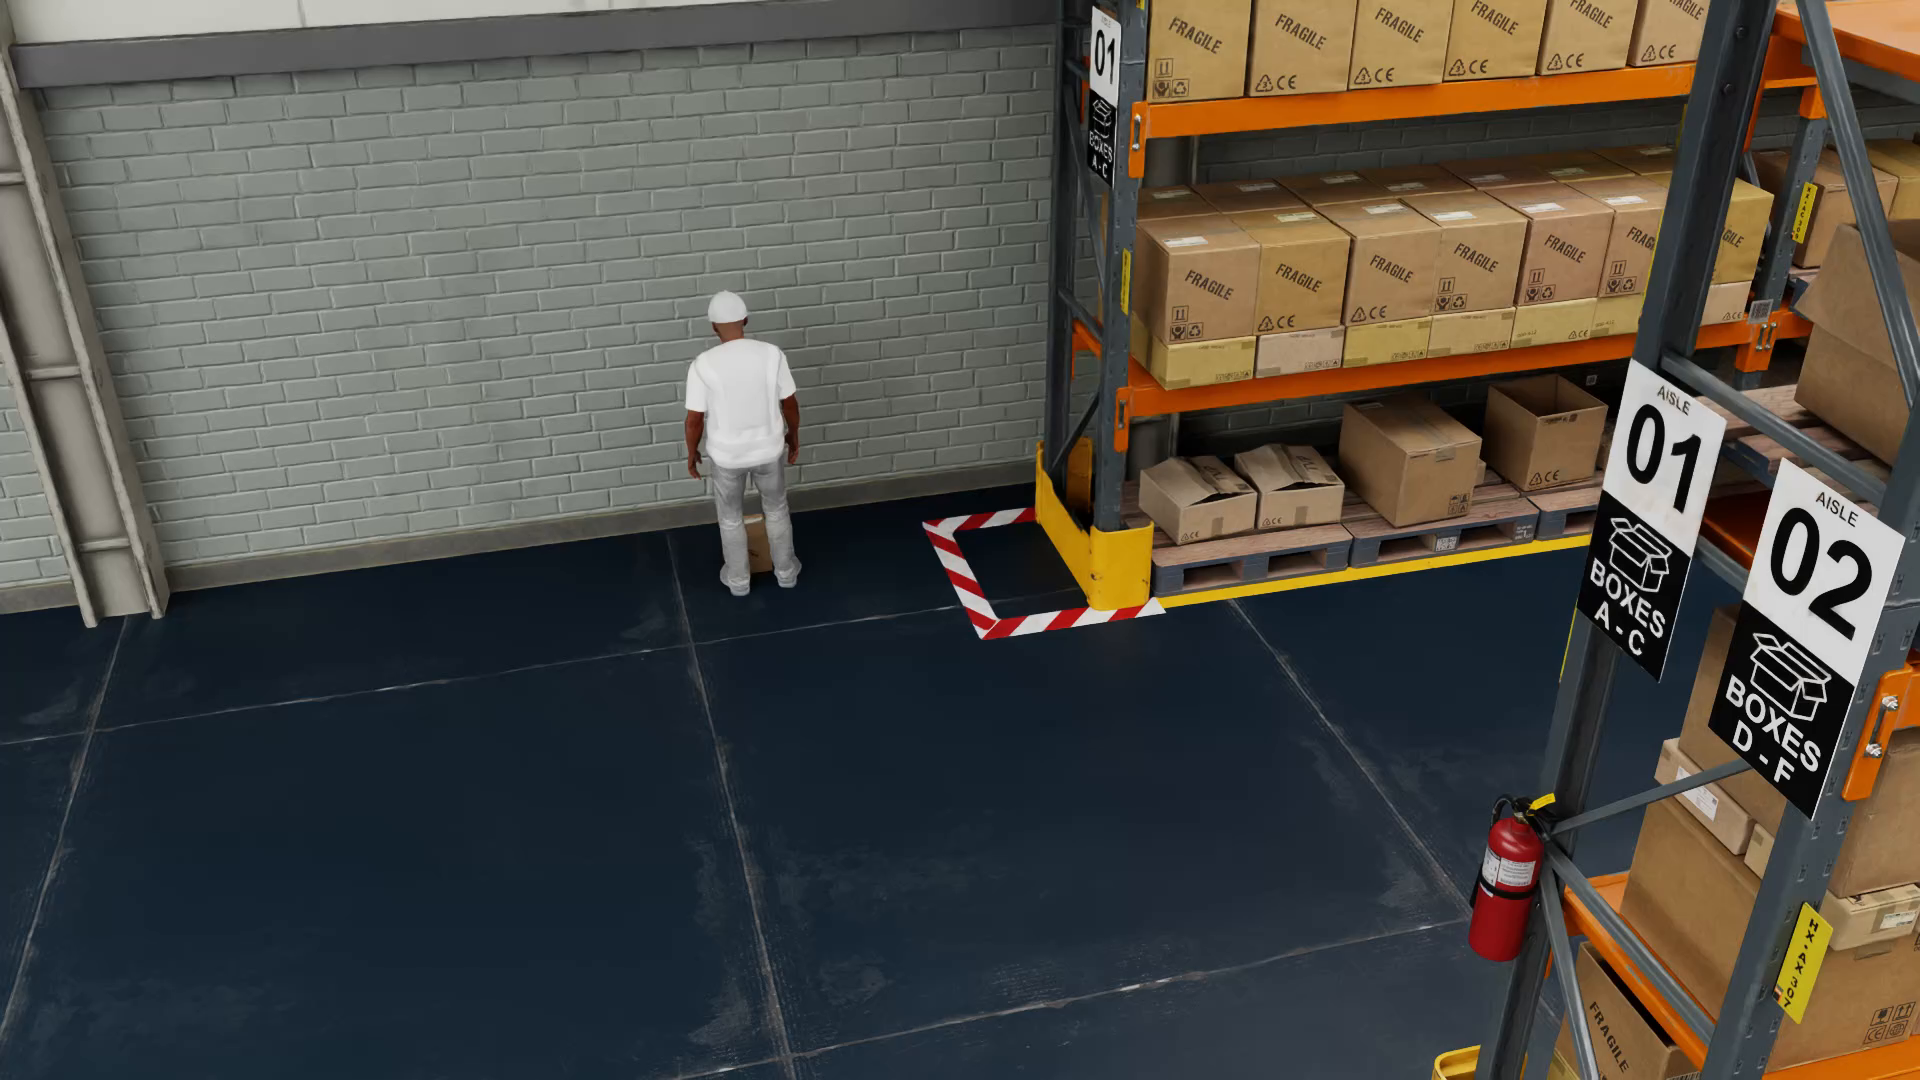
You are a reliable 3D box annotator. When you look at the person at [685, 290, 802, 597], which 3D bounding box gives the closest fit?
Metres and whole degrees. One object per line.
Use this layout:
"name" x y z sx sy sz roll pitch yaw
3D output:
"person" -1.184 -0.515 9.111 0.635 1.761 0.454 -9 31 -16
